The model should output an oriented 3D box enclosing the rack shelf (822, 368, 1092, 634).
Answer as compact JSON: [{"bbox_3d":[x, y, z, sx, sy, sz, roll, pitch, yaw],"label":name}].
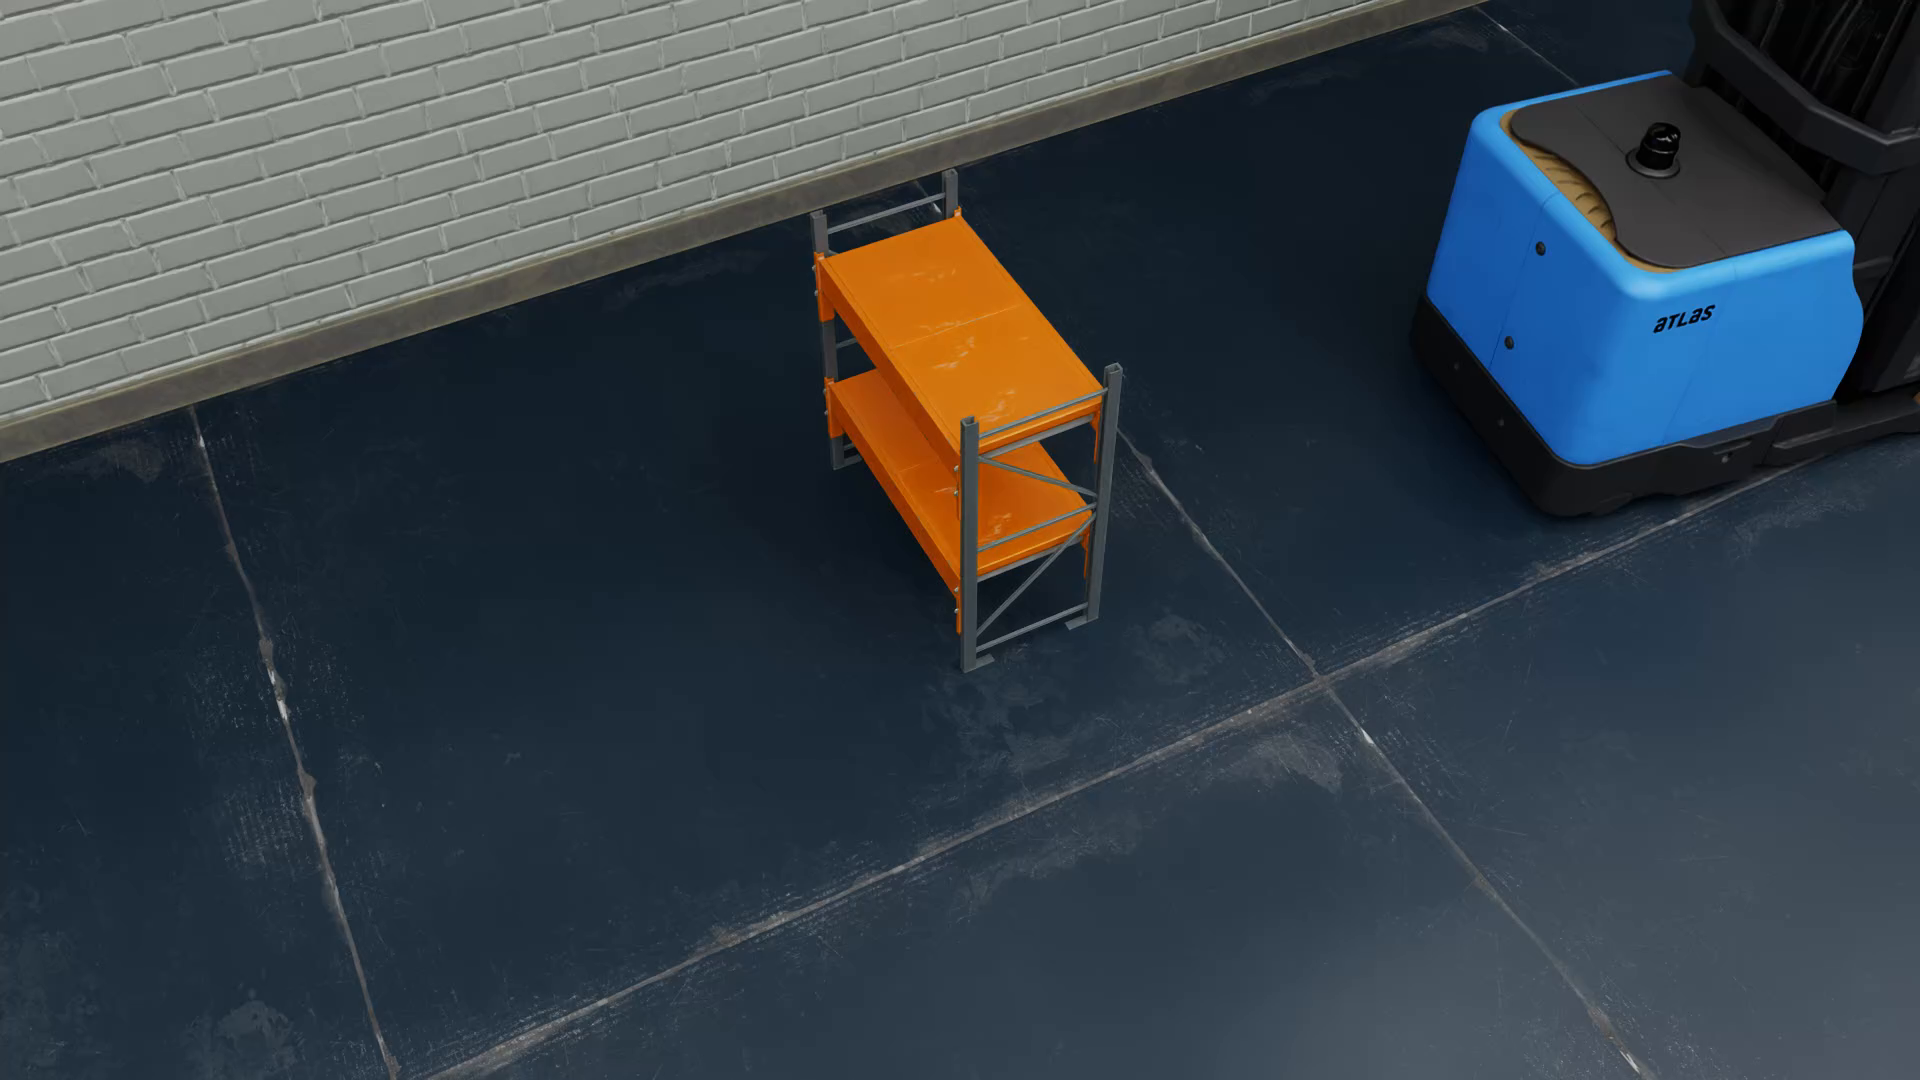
[{"bbox_3d":[-0.003,-0.214,5.515,0.538,0.278,1.000,-21,52,-18],"label":"rack shelf"}]

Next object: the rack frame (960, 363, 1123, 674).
[{"bbox_3d":[0.230,-0.035,5.033,0.500,1.125,0.032,-21,52,-18],"label":"rack frame"}]

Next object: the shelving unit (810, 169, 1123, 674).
[{"bbox_3d":[-0.003,-0.375,5.331,0.538,1.125,1.048,-21,52,-18],"label":"shelving unit"}]

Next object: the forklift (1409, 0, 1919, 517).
[{"bbox_3d":[3.279,-1.722,5.309,3.031,2.935,1.130,-15,50,-12],"label":"forklift"}]

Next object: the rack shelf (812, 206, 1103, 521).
[{"bbox_3d":[-0.003,-0.568,5.110,0.538,0.278,1.000,-21,52,-18],"label":"rack shelf"}]

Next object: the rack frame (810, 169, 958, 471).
[{"bbox_3d":[-0.236,-0.715,5.628,0.500,1.125,0.032,-21,52,-18],"label":"rack frame"}]
